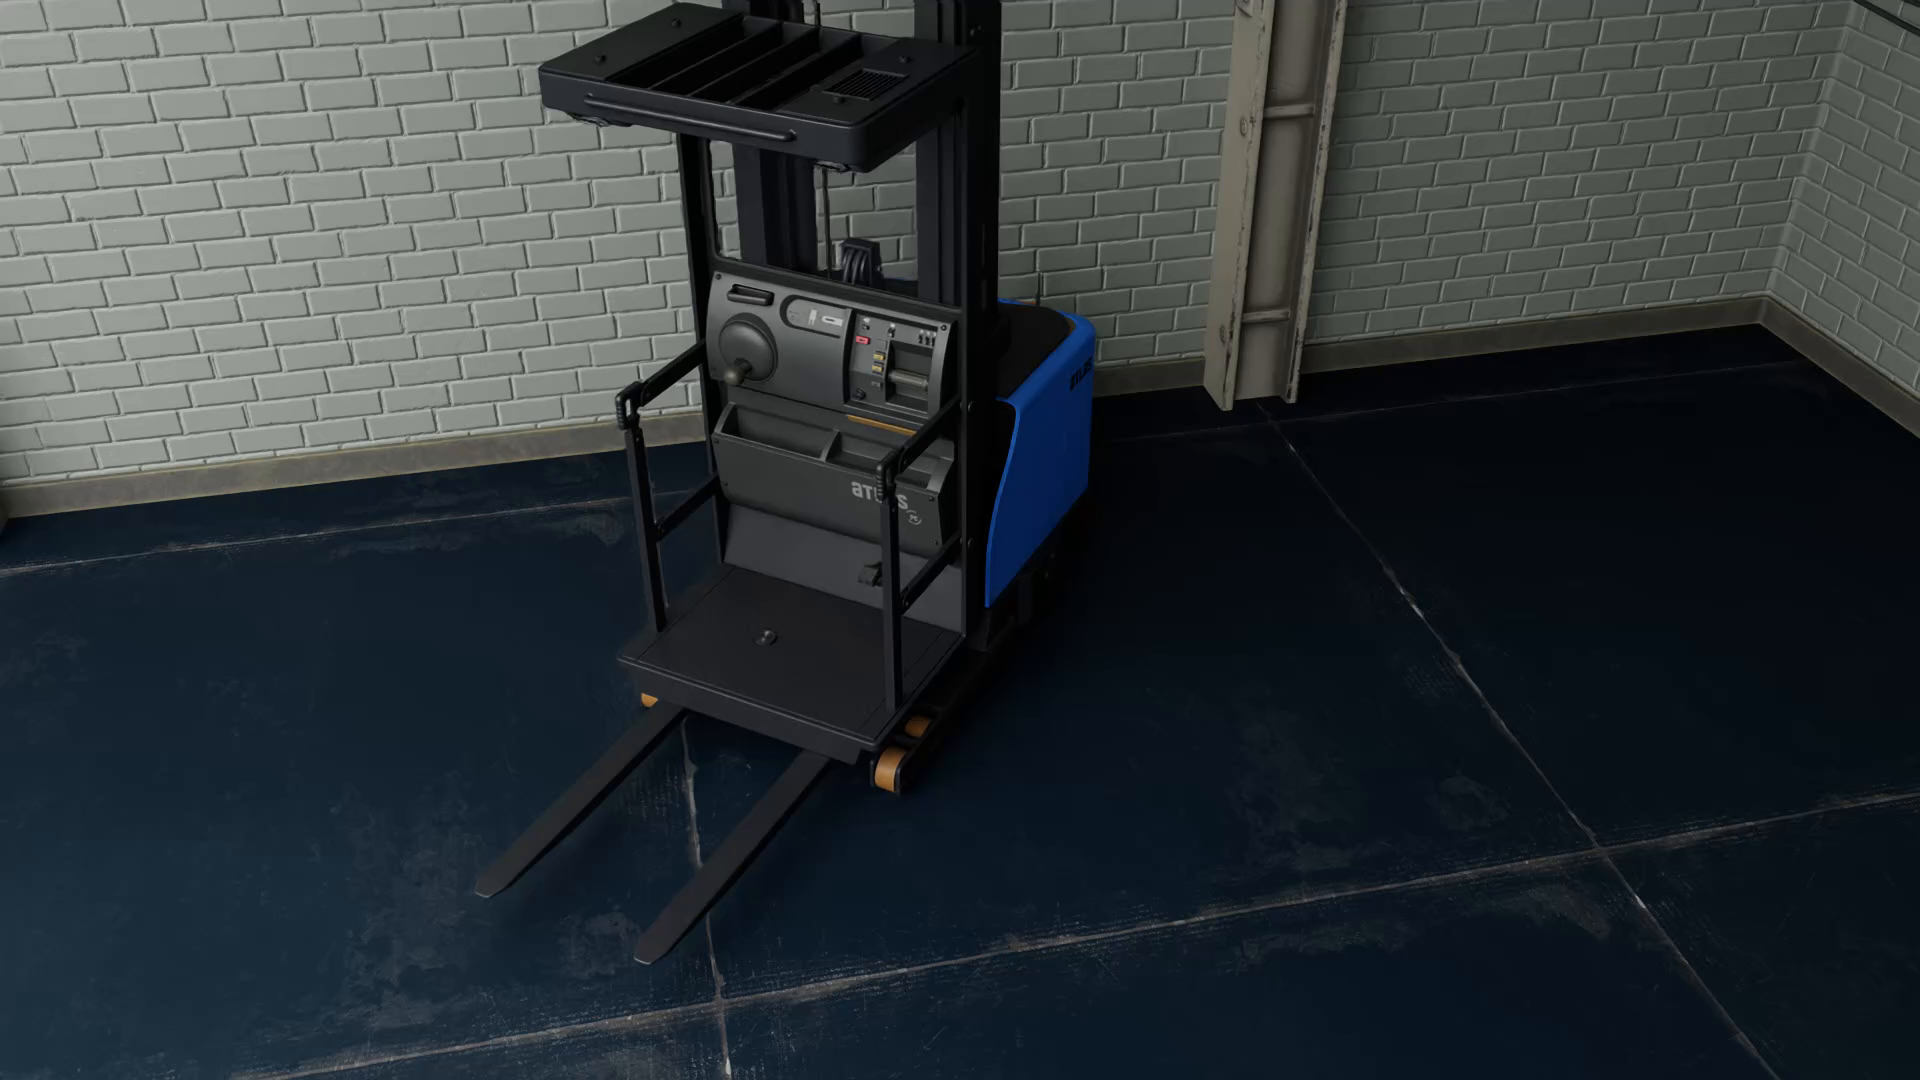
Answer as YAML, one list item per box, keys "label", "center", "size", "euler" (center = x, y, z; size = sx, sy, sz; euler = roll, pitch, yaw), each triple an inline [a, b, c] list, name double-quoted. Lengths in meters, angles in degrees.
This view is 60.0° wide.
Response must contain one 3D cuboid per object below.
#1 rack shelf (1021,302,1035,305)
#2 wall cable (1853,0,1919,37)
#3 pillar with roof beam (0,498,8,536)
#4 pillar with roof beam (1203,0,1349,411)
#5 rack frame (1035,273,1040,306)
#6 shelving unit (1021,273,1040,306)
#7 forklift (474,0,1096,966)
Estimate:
- label: "rack shelf"
  center: [0.206, -0.878, 7.125]
  size: [0.240, 0.259, 0.215]
  euler: [3, 34, 5]
- label: "wall cable"
  center: [4.617, -2.836, 6.187]
  size: [0.112, 2.526, 3.097]
  euler: [-7, 35, -11]
- label: "pillar with roof beam"
  center: [-3.451, -1.404, 1.267]
  size: [0.400, 9.000, 9.100]
  euler: [-7, 35, -11]
- label: "pillar with roof beam"
  center: [2.402, -2.142, 2.366]
  size: [0.400, 9.000, 9.100]
  euler: [-7, 35, -11]
- label: "rack frame"
  center: [0.327, -0.644, 7.267]
  size: [0.008, 1.050, 0.200]
  euler: [3, 34, 5]
- label: "shelving unit"
  center: [0.206, -0.651, 7.278]
  size: [0.252, 1.050, 0.215]
  euler: [3, 34, 5]
- label: "forklift"
  center: [-0.551, -0.601, 5.516]
  size: [1.130, 2.935, 3.031]
  euler: [16, 37, 22]
